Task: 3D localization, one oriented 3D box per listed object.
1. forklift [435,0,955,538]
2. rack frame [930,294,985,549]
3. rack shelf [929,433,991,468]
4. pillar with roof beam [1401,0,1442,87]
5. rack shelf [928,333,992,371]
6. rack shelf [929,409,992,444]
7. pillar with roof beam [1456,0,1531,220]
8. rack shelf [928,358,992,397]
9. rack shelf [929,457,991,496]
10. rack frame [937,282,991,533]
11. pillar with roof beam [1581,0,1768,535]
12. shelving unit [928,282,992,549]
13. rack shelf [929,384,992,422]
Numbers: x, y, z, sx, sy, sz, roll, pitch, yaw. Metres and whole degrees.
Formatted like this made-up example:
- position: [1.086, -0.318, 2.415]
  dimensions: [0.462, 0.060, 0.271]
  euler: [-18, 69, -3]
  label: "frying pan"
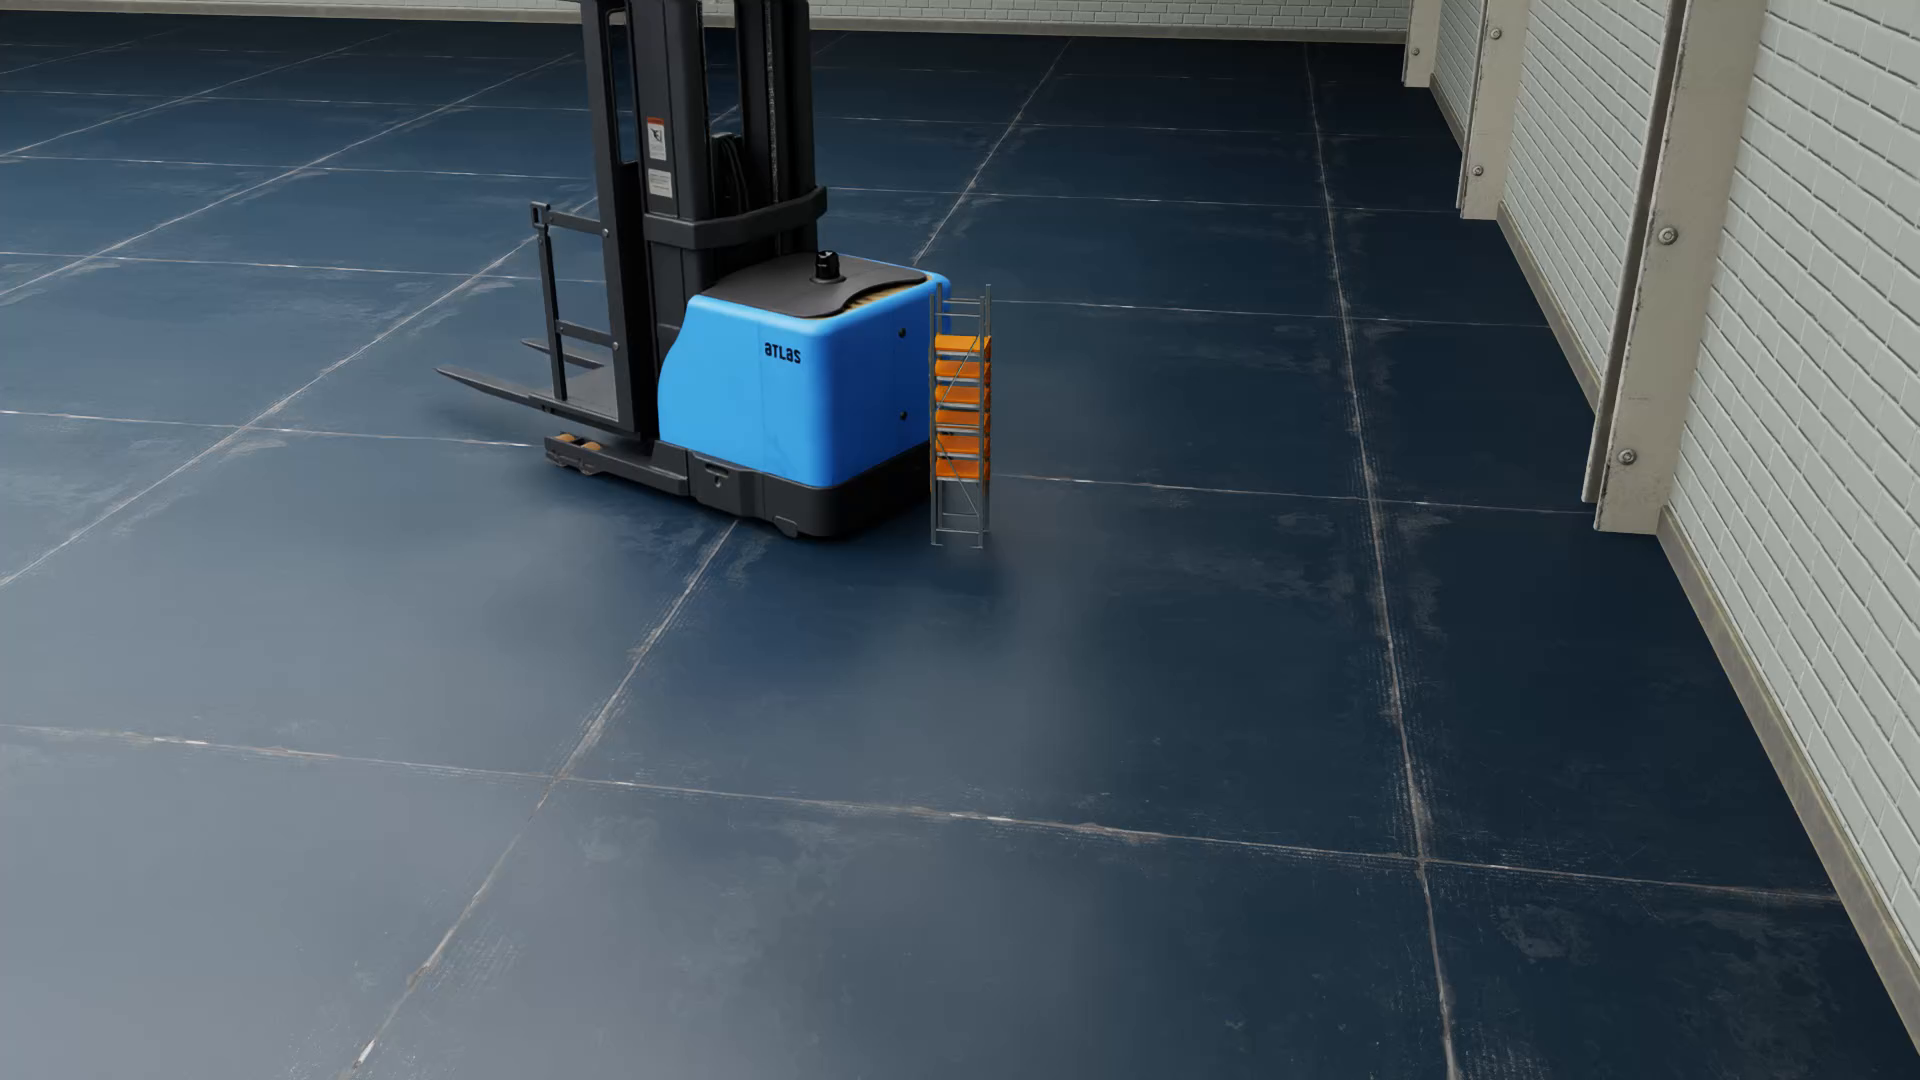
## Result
- position: [-1.514, -1.818, 8.177]
  dimensions: [3.031, 2.935, 1.130]
  euler: [17, 30, 32]
  label: "forklift"
- position: [-0.013, -0.511, 7.427]
  dimensions: [0.240, 1.200, 0.006]
  euler: [4, 25, 9]
  label: "rack frame"
- position: [0.002, -0.401, 7.578]
  dimensions: [0.258, 0.103, 0.180]
  euler: [4, 25, 9]
  label: "rack shelf"
- position: [0.897, -9.509, 17.450]
  dimensions: [9.100, 9.000, 0.400]
  euler: [4, 25, 9]
  label: "pillar with roof beam"
- position: [0.002, -0.835, 7.375]
  dimensions: [0.258, 0.103, 0.180]
  euler: [4, 25, 9]
  label: "rack shelf"
- position: [0.002, -0.509, 7.527]
  dimensions: [0.258, 0.103, 0.180]
  euler: [4, 25, 9]
  label: "rack shelf"
- position: [-0.084, -7.000, 12.089]
  dimensions: [9.100, 9.000, 0.400]
  euler: [4, 25, 9]
  label: "pillar with roof beam"
- position: [0.002, -0.727, 7.426]
  dimensions: [0.258, 0.103, 0.180]
  euler: [4, 25, 9]
  label: "rack shelf"
- position: [0.002, -0.292, 7.629]
  dimensions: [0.258, 0.103, 0.180]
  euler: [4, 25, 9]
  label: "rack shelf"
- position: [0.017, -0.588, 7.590]
  dimensions: [0.240, 1.200, 0.006]
  euler: [4, 25, 9]
  label: "rack frame"
- position: [-1.065, -4.490, 6.728]
  dimensions: [9.100, 9.000, 0.400]
  euler: [4, 25, 9]
  label: "pillar with roof beam"
- position: [0.002, -0.549, 7.509]
  dimensions: [0.258, 1.200, 0.189]
  euler: [4, 25, 9]
  label: "shelving unit"
- position: [0.002, -0.618, 7.477]
  dimensions: [0.258, 0.103, 0.180]
  euler: [4, 25, 9]
  label: "rack shelf"
